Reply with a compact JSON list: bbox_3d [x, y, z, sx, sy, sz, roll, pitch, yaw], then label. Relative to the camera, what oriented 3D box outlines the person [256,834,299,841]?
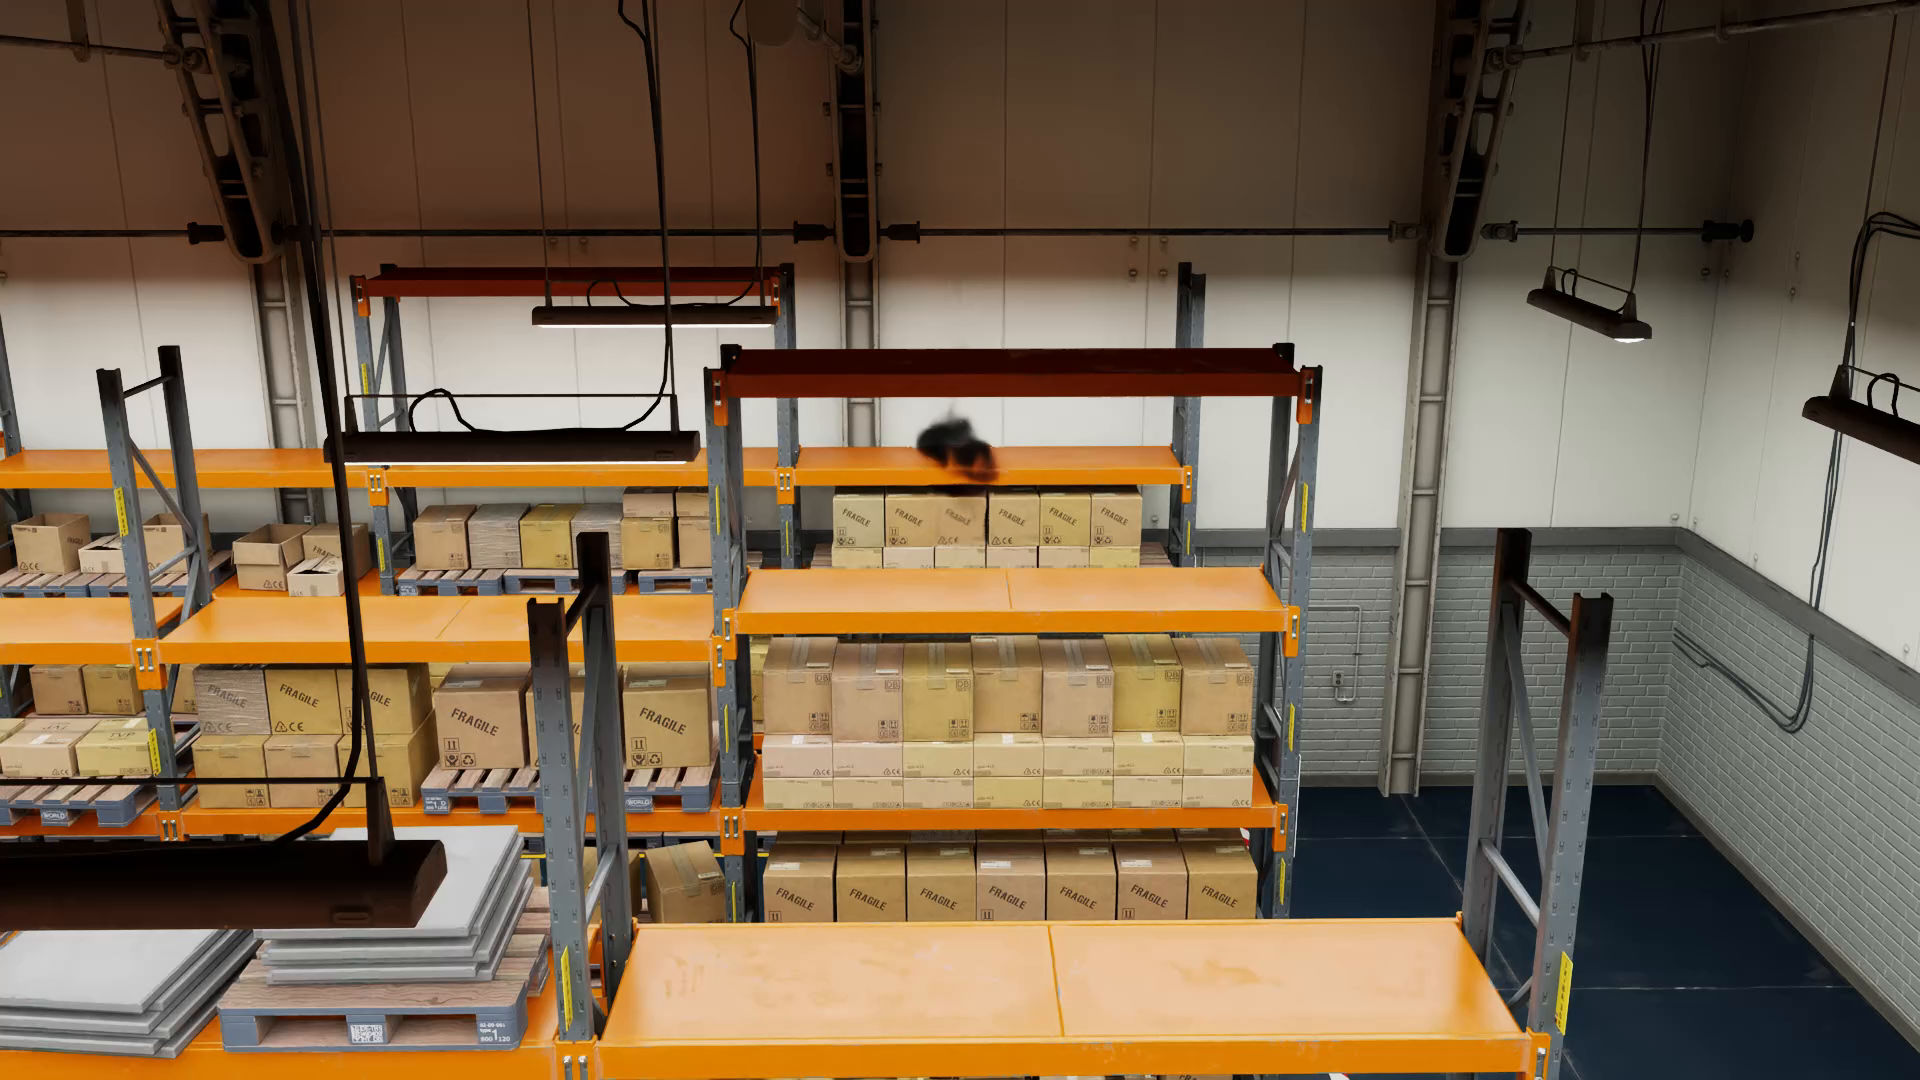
[{"bbox_3d":[-6.234,2.966,15.449,0.858,1.680,0.641,-3,16,-9],"label":"person"}]
